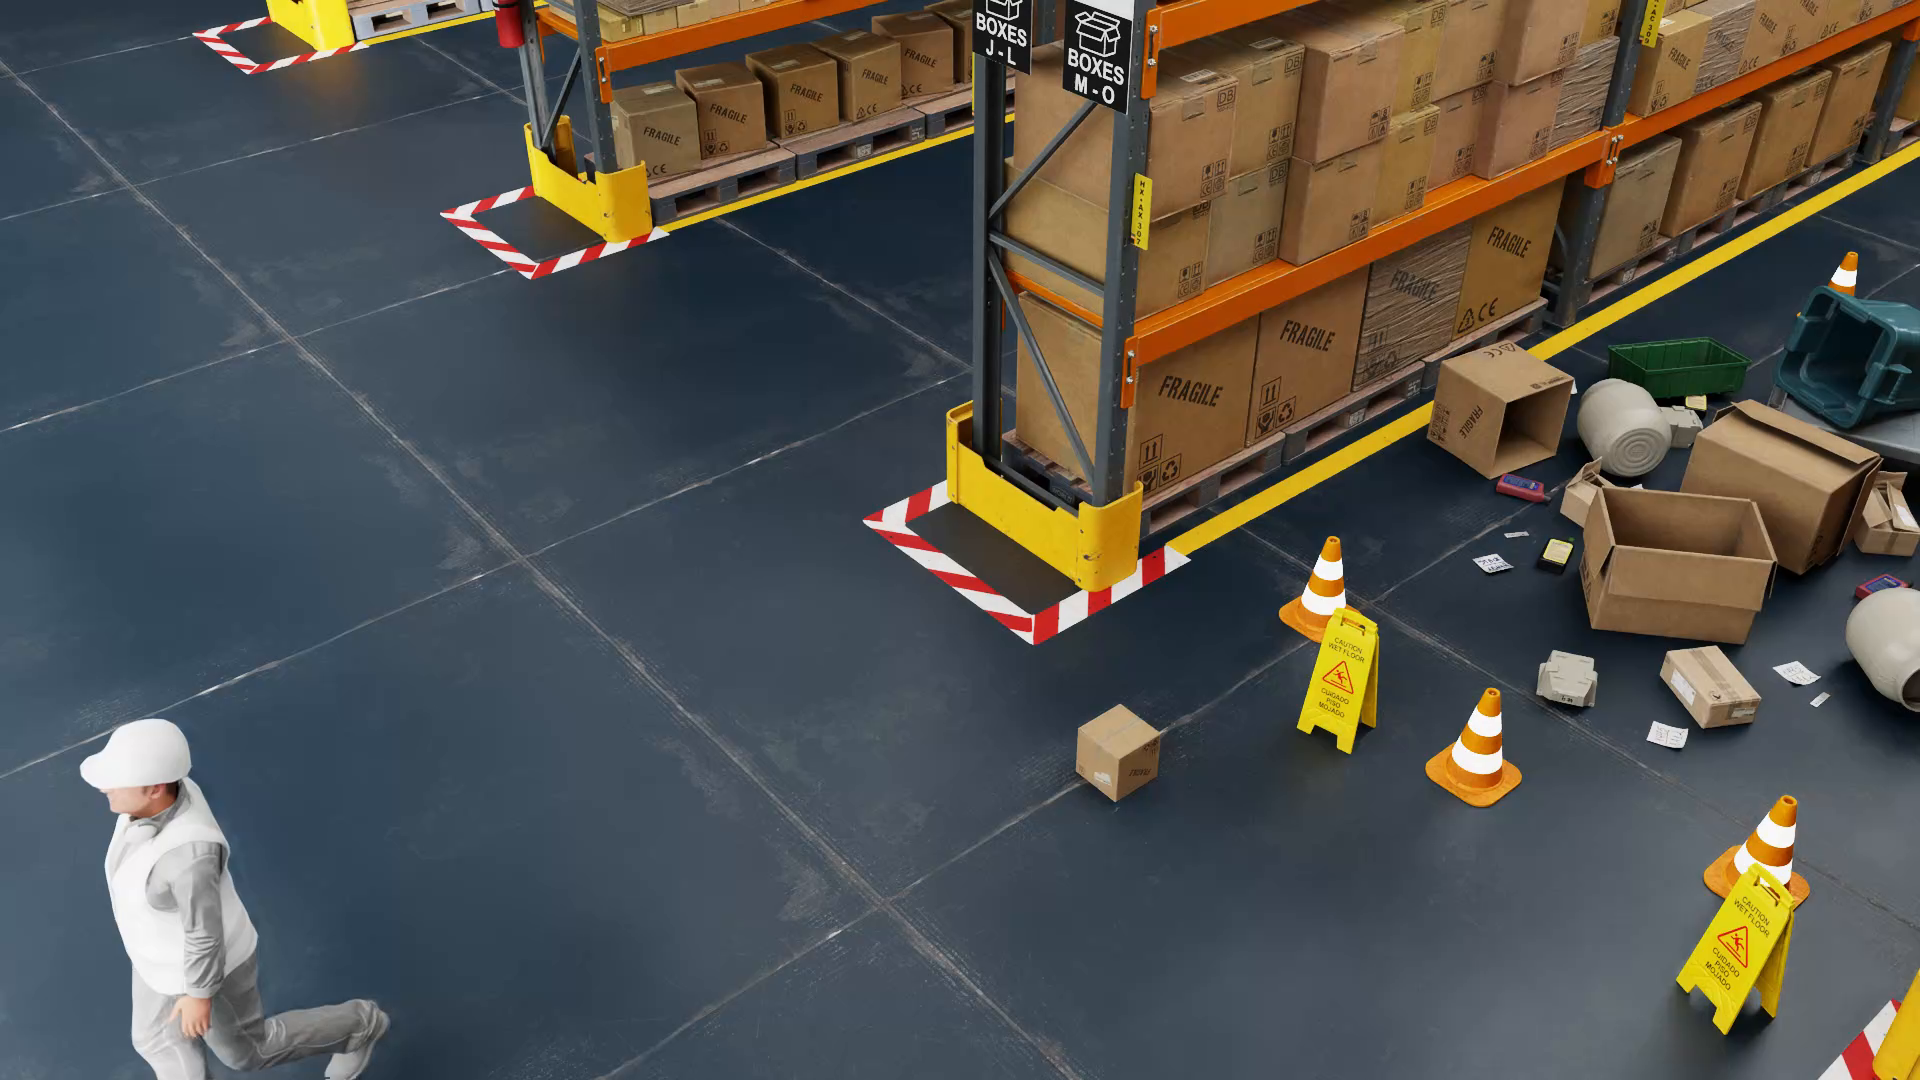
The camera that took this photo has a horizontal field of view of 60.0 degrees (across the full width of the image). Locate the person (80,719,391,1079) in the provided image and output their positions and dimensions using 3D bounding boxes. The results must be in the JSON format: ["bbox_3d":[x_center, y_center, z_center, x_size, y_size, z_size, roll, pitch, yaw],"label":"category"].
[{"bbox_3d":[-2.347,1.227,5.295,0.718,1.686,0.538,-26,43,-31],"label":"person"}]
